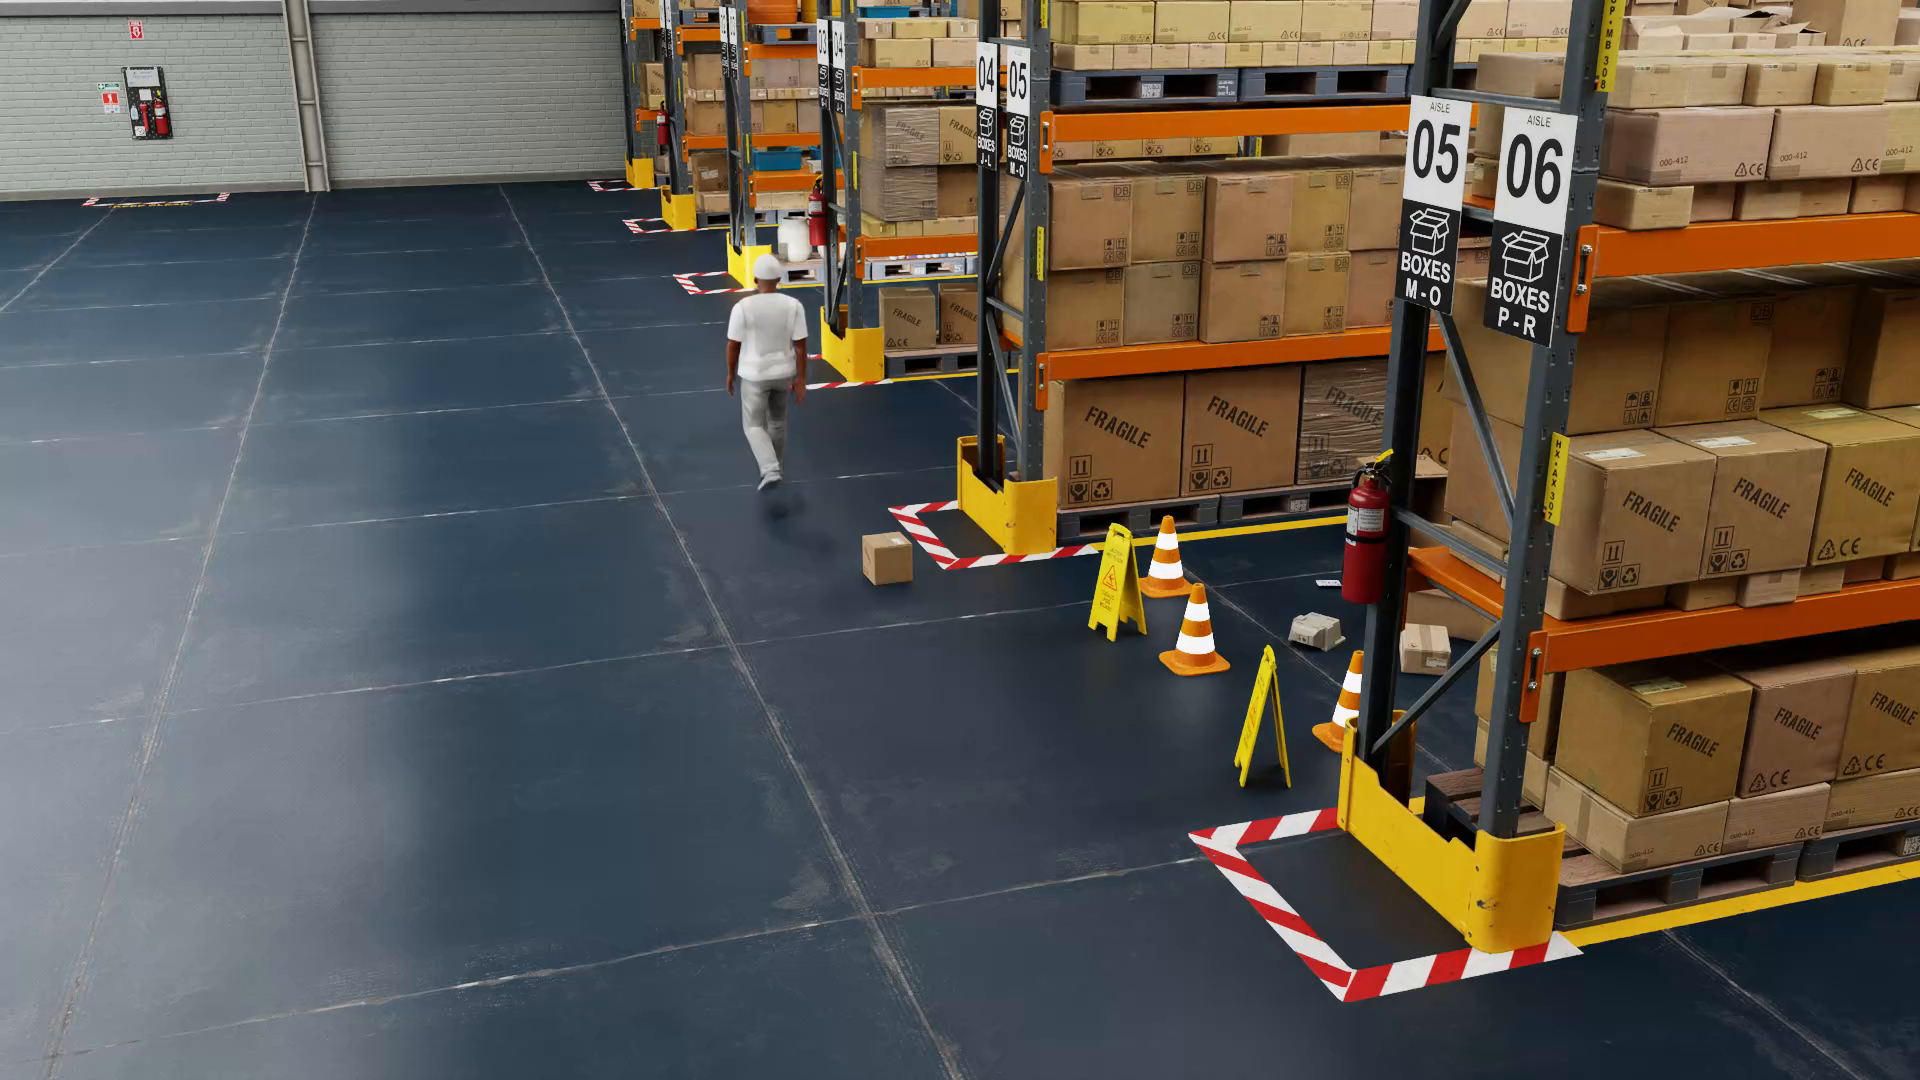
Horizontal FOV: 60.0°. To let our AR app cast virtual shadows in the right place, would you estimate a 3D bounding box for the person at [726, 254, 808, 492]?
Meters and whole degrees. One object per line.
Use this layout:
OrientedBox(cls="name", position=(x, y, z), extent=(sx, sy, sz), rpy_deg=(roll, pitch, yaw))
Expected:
OrientedBox(cls="person", position=(-1.383, -1.188, 11.947), extent=(0.565, 1.739, 0.906), rpy_deg=(-8, 21, -21))
